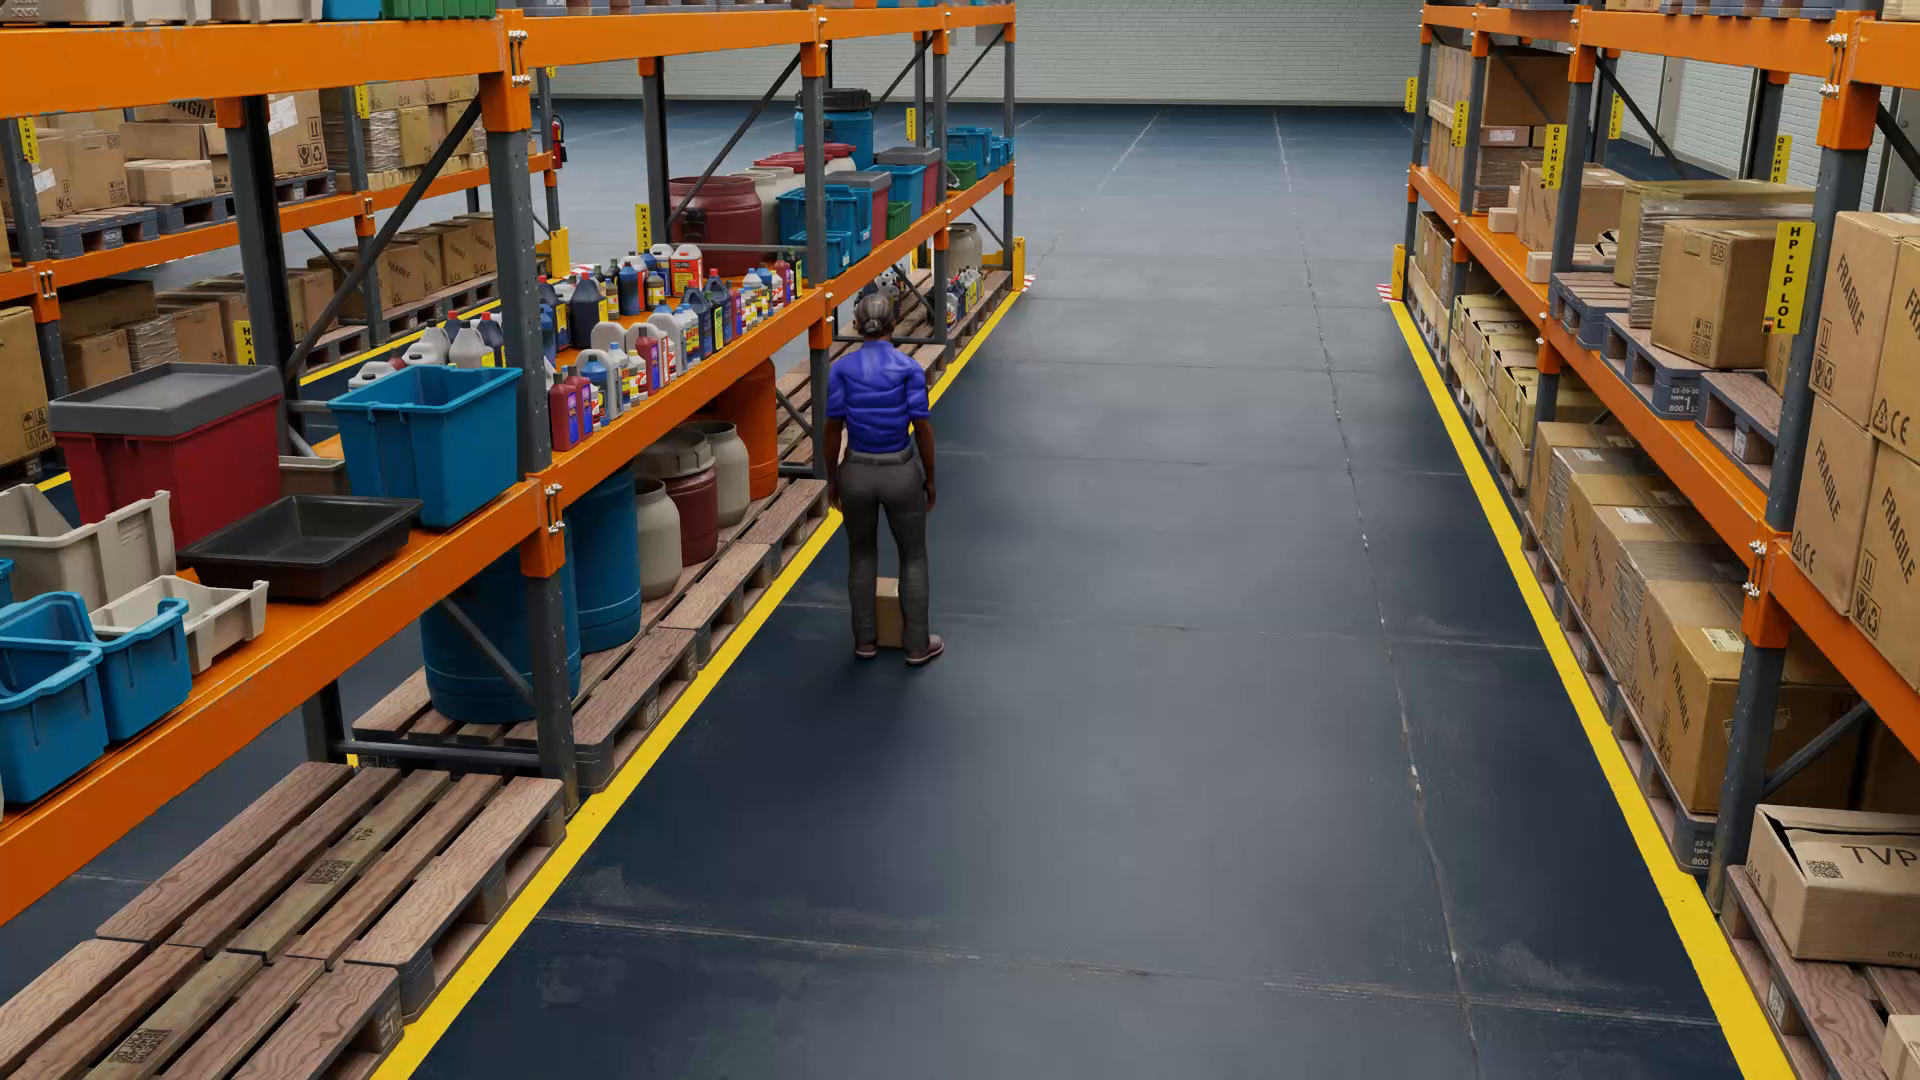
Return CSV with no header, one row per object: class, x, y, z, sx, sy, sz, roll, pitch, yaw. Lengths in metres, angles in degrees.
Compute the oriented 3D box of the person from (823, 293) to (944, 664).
person,-0.337,-0.263,7.376,0.514,1.653,0.402,2,18,6
